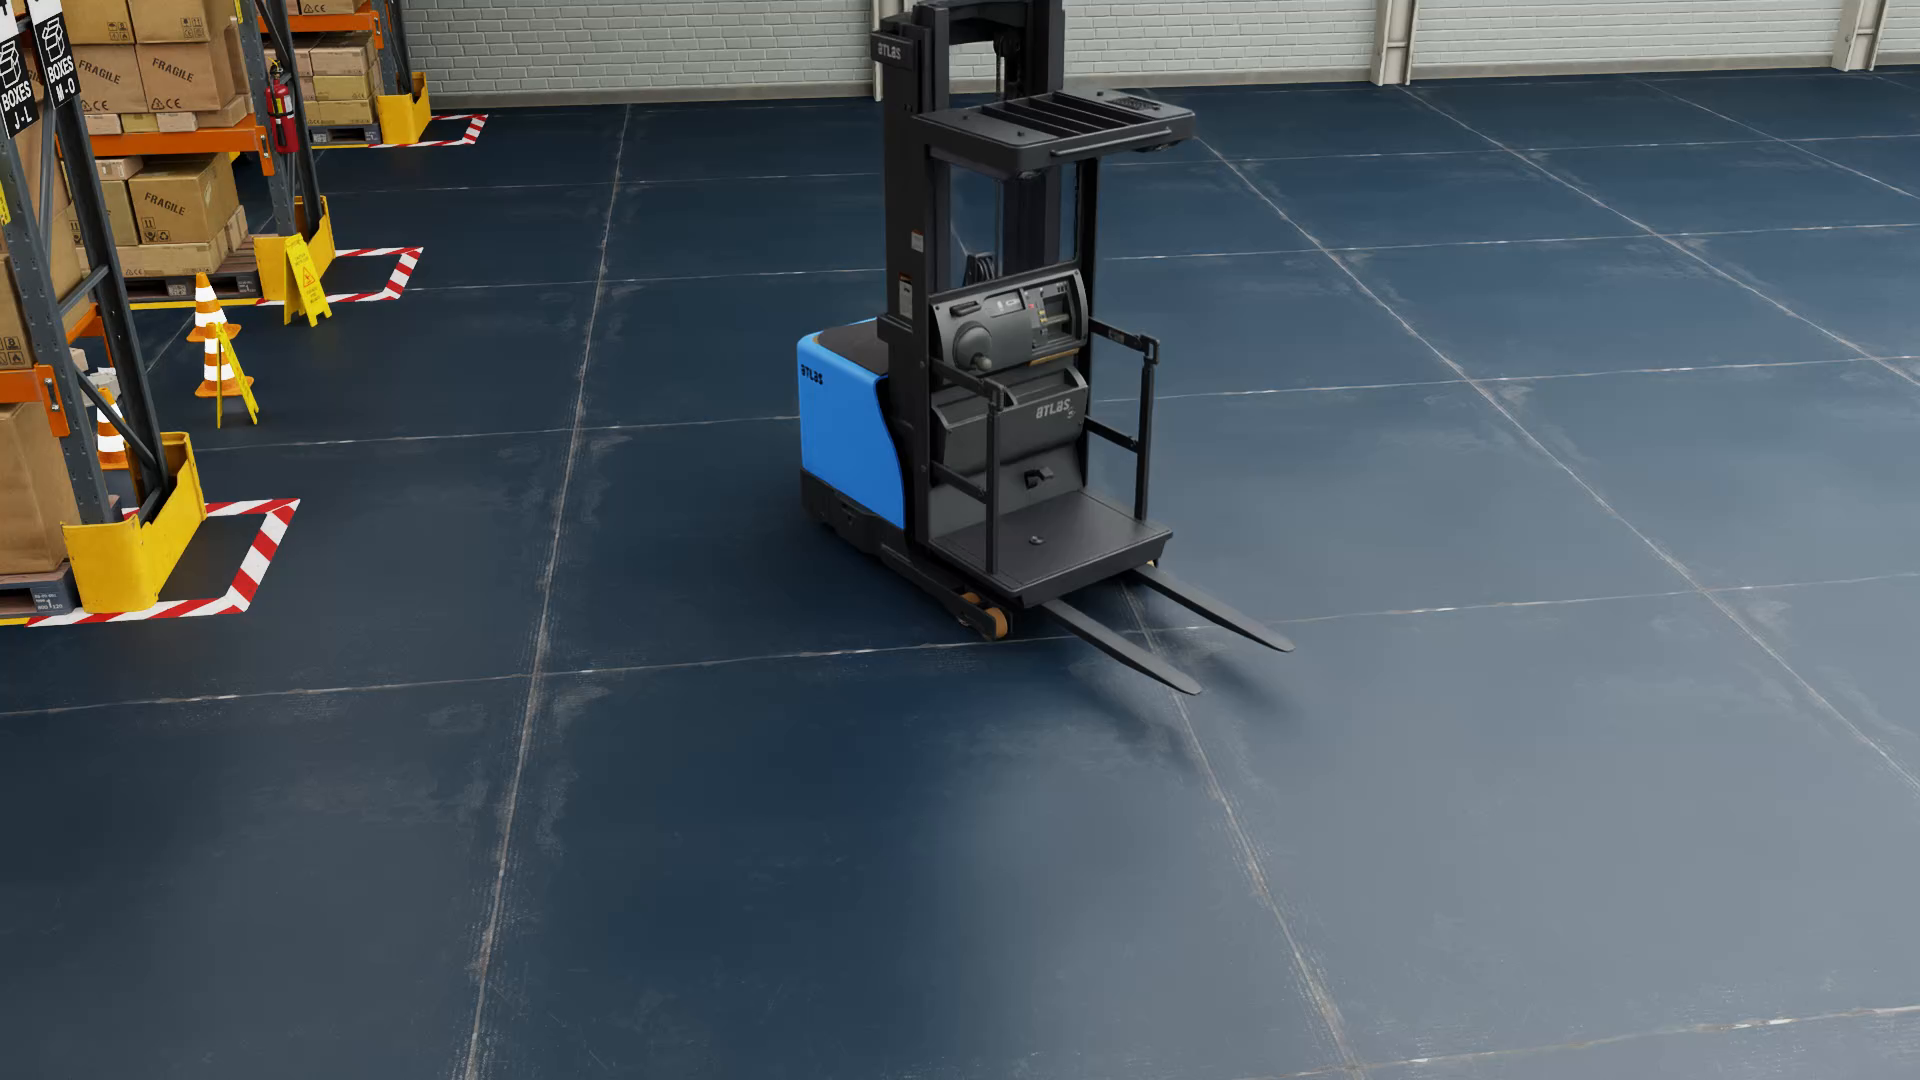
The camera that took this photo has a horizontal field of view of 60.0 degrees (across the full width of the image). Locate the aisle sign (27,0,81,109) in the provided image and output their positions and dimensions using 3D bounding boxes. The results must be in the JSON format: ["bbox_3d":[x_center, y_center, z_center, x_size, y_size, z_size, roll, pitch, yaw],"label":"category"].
[{"bbox_3d":[-4.404,-2.521,8.029,0.004,0.787,0.394,-4,27,-7],"label":"aisle sign"}]

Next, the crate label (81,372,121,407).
[{"bbox_3d":[-5.746,-1.013,11.074,0.298,0.136,0.250,-20,33,-33],"label":"crate label"}]

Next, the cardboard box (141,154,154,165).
[{"bbox_3d":[-6.600,-2.789,13.131,0.500,0.500,0.500,-5,28,-9],"label":"cardboard box"}]

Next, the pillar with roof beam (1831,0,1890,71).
[{"bbox_3d":[11.692,-7.930,14.848,0.400,9.000,9.100,-4,27,-7],"label":"pillar with roof beam"}]

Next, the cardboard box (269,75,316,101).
[{"bbox_3d":[-6.854,-4.686,17.100,0.500,0.250,0.500,-4,27,-8],"label":"cardboard box"}]

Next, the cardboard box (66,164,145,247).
[{"bbox_3d":[-6.495,-2.549,12.662,0.500,0.500,0.500,-3,27,-5],"label":"cardboard box"}]

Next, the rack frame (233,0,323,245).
[{"bbox_3d":[-5.222,-3.455,12.698,0.127,3.000,1.000,-4,27,-7],"label":"rack frame"}]

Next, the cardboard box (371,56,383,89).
[{"bbox_3d":[-6.412,-4.949,17.614,0.500,0.250,0.500,-3,27,-6],"label":"cardboard box"}]

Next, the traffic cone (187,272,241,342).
[{"bbox_3d":[-5.468,-1.716,12.088,0.334,0.463,0.336,-4,27,-7],"label":"traffic cone"}]

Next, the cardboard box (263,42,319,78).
[{"bbox_3d":[-6.834,-4.902,16.974,0.500,0.250,0.500,-3,27,-6],"label":"cardboard box"}]

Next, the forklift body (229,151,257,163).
[{"bbox_3d":[-7.541,-4.376,15.423,1.214,2.155,2.313,-4,27,-7],"label":"forklift body"}]

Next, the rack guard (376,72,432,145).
[{"bbox_3d":[-5.893,-4.588,17.645,0.348,0.500,1.175,-4,27,-7],"label":"rack guard"}]

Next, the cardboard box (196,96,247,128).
[{"bbox_3d":[-5.562,-3.223,12.521,0.250,0.149,0.380,-3,27,-5],"label":"cardboard box"}]

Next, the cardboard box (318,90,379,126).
[{"bbox_3d":[-6.338,-4.490,17.266,0.500,0.250,0.500,-3,27,-7],"label":"cardboard box"}]

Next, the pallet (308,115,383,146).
[{"bbox_3d":[-6.669,-4.391,17.576,1.213,0.211,1.003,-4,27,-7],"label":"pallet"}]

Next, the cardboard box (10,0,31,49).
[{"bbox_3d":[-6.690,-3.838,11.914,0.500,0.500,0.700,-4,27,-8],"label":"cardboard box"}]

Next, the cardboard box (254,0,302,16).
[{"bbox_3d":[-6.883,-5.565,16.700,0.500,0.500,0.500,-3,27,-5],"label":"cardboard box"}]

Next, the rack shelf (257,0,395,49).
[{"bbox_3d":[-7.898,-5.252,16.988,4.000,0.370,1.077,-4,27,-7],"label":"rack shelf"}]

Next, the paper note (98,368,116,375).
[{"bbox_3d":[-5.881,-1.174,11.505,0.142,0.019,0.148,-14,30,-25],"label":"paper note"}]

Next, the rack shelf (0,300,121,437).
[{"bbox_3d":[-6.413,-0.777,8.266,4.000,0.370,1.077,-4,27,-7],"label":"rack shelf"}]

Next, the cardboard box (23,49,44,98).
[{"bbox_3d":[-6.713,-3.413,12.181,0.500,0.500,0.500,-4,27,-7],"label":"cardboard box"}]

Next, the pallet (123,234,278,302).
[{"bbox_3d":[-6.106,-2.174,13.256,1.213,0.211,1.003,-4,27,-7],"label":"pallet"}]

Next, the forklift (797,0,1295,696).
[{"bbox_3d":[0.387,-1.056,8.098,1.130,2.935,3.031,-19,33,-33],"label":"forklift"}]

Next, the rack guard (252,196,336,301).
[{"bbox_3d":[-5.297,-2.338,13.260,0.348,0.500,1.175,-4,27,-7],"label":"rack guard"}]

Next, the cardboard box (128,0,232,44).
[{"bbox_3d":[-5.697,-3.946,12.124,0.500,0.500,0.700,-4,27,-8],"label":"cardboard box"}]

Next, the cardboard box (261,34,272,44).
[{"bbox_3d":[-7.410,-5.102,17.364,0.500,0.250,0.500,-4,27,-7],"label":"cardboard box"}]

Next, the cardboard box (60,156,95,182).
[{"bbox_3d":[-6.582,-2.804,12.449,0.250,0.149,0.380,-3,27,-6],"label":"cardboard box"}]

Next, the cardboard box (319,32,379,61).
[{"bbox_3d":[-6.419,-5.162,17.482,0.500,0.250,0.500,-4,27,-8],"label":"cardboard box"}]

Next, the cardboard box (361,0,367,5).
[{"bbox_3d":[-6.446,-5.838,17.232,0.500,0.500,0.500,-3,27,-5],"label":"cardboard box"}]

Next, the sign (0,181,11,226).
[{"bbox_3d":[-4.370,-1.598,7.552,0.005,0.325,0.100,-4,27,-7],"label":"sign"}]

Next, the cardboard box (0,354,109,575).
[{"bbox_3d":[-5.094,-0.393,8.597,0.875,0.875,0.875,-4,27,-7],"label":"cardboard box"}]

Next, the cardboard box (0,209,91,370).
[{"bbox_3d":[-4.793,-1.247,8.230,0.550,0.550,0.875,-4,27,-7],"label":"cardboard box"}]

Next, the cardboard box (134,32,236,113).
[{"bbox_3d":[-5.721,-3.473,12.298,0.500,0.500,0.500,-4,27,-8],"label":"cardboard box"}]

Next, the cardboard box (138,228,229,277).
[{"bbox_3d":[-6.009,-2.244,12.890,0.500,0.250,0.500,-4,27,-7],"label":"cardboard box"}]

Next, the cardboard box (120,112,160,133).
[{"bbox_3d":[-6.055,-3.150,12.379,0.250,0.149,0.380,-4,27,-8],"label":"cardboard box"}]

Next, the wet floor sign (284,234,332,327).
[{"bbox_3d":[-4.885,-1.936,12.317,0.232,0.644,0.267,6,28,11],"label":"wet floor sign"}]

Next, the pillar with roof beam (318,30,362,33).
[{"bbox_3d":[-6.132,-6.785,12.617,0.400,9.000,9.100,-4,27,-7],"label":"pillar with roof beam"}]
